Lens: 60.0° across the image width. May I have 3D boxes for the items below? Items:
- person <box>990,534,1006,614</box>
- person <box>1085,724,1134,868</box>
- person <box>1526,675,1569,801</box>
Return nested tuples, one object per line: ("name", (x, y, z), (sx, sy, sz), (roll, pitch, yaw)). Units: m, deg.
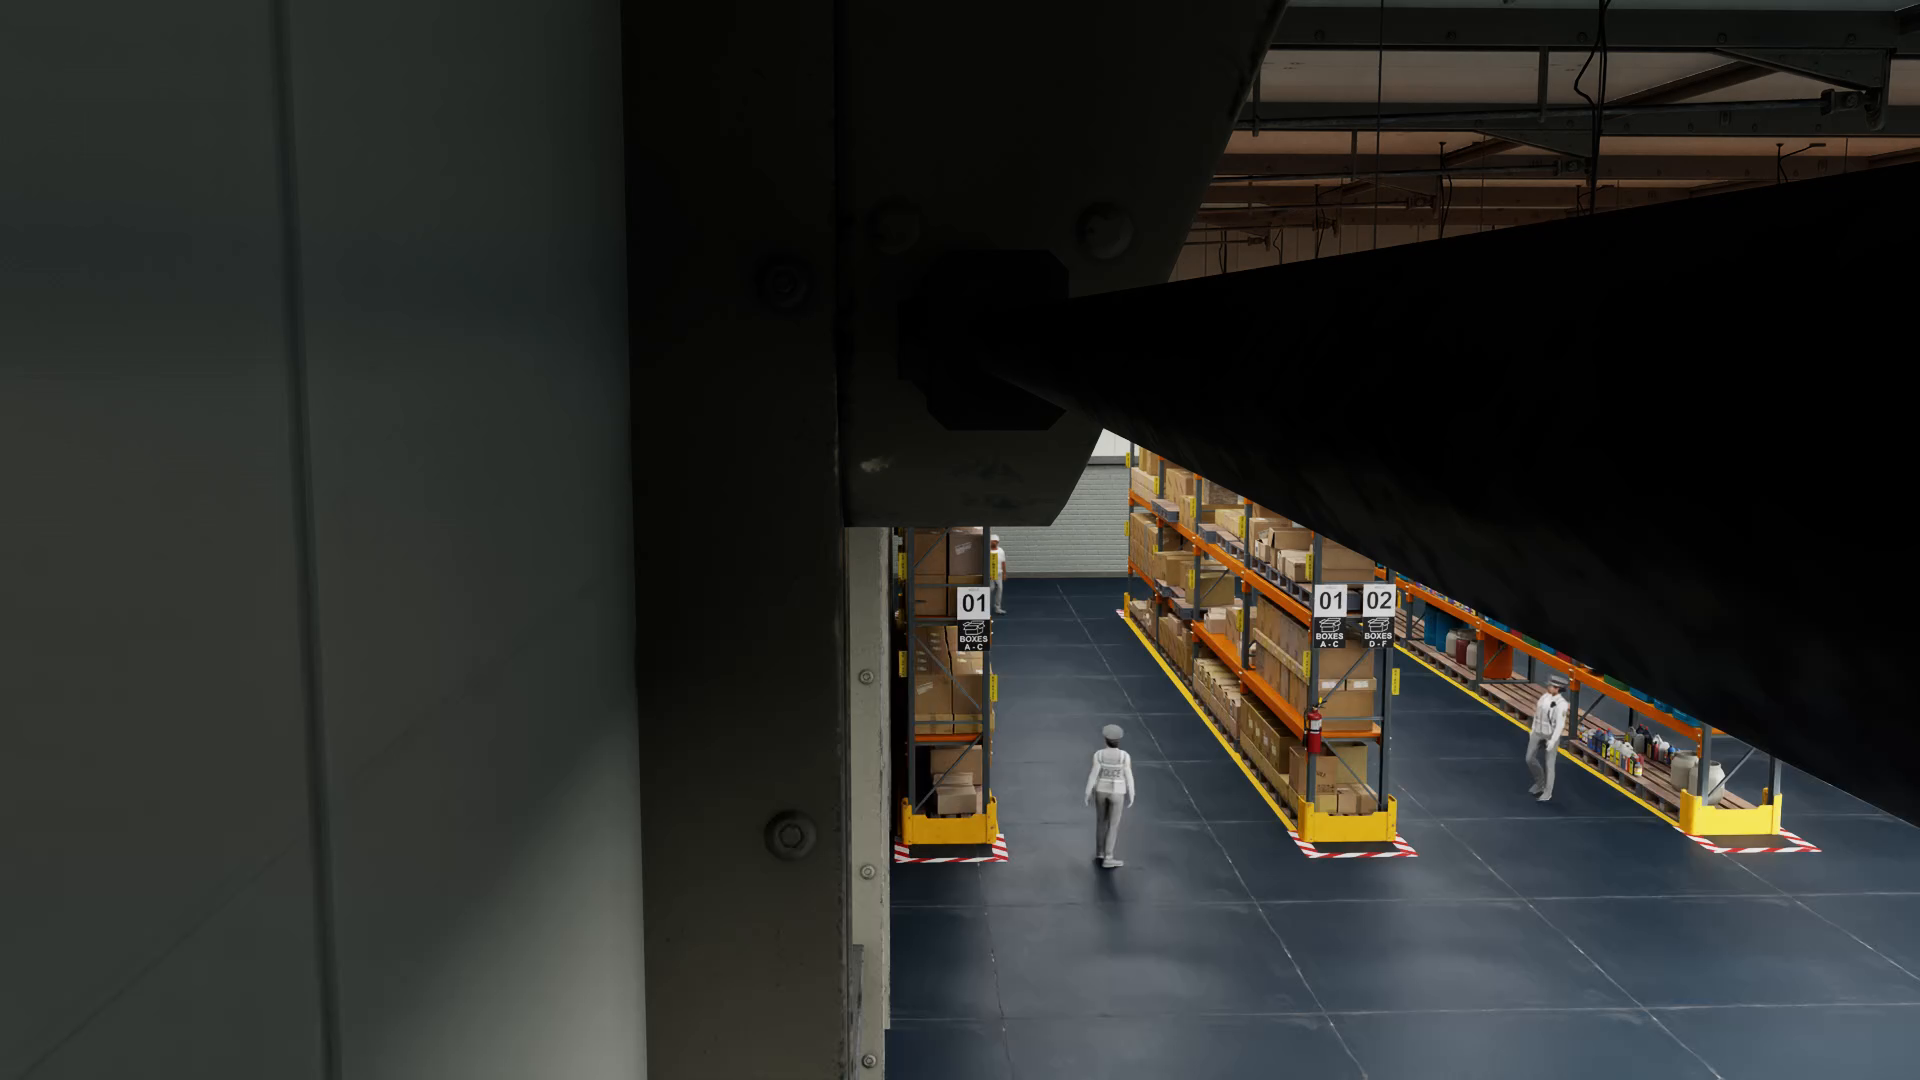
("person", (0.708, 0.743, 36.813), (0.585, 1.754, 0.646), (-6, 9, -37))
("person", (1.793, 2.992, 19.669), (0.556, 1.684, 0.584), (4, 8, 28))
("person", (7.881, 2.652, 22.393), (0.449, 1.695, 0.566), (-5, 9, -35))
